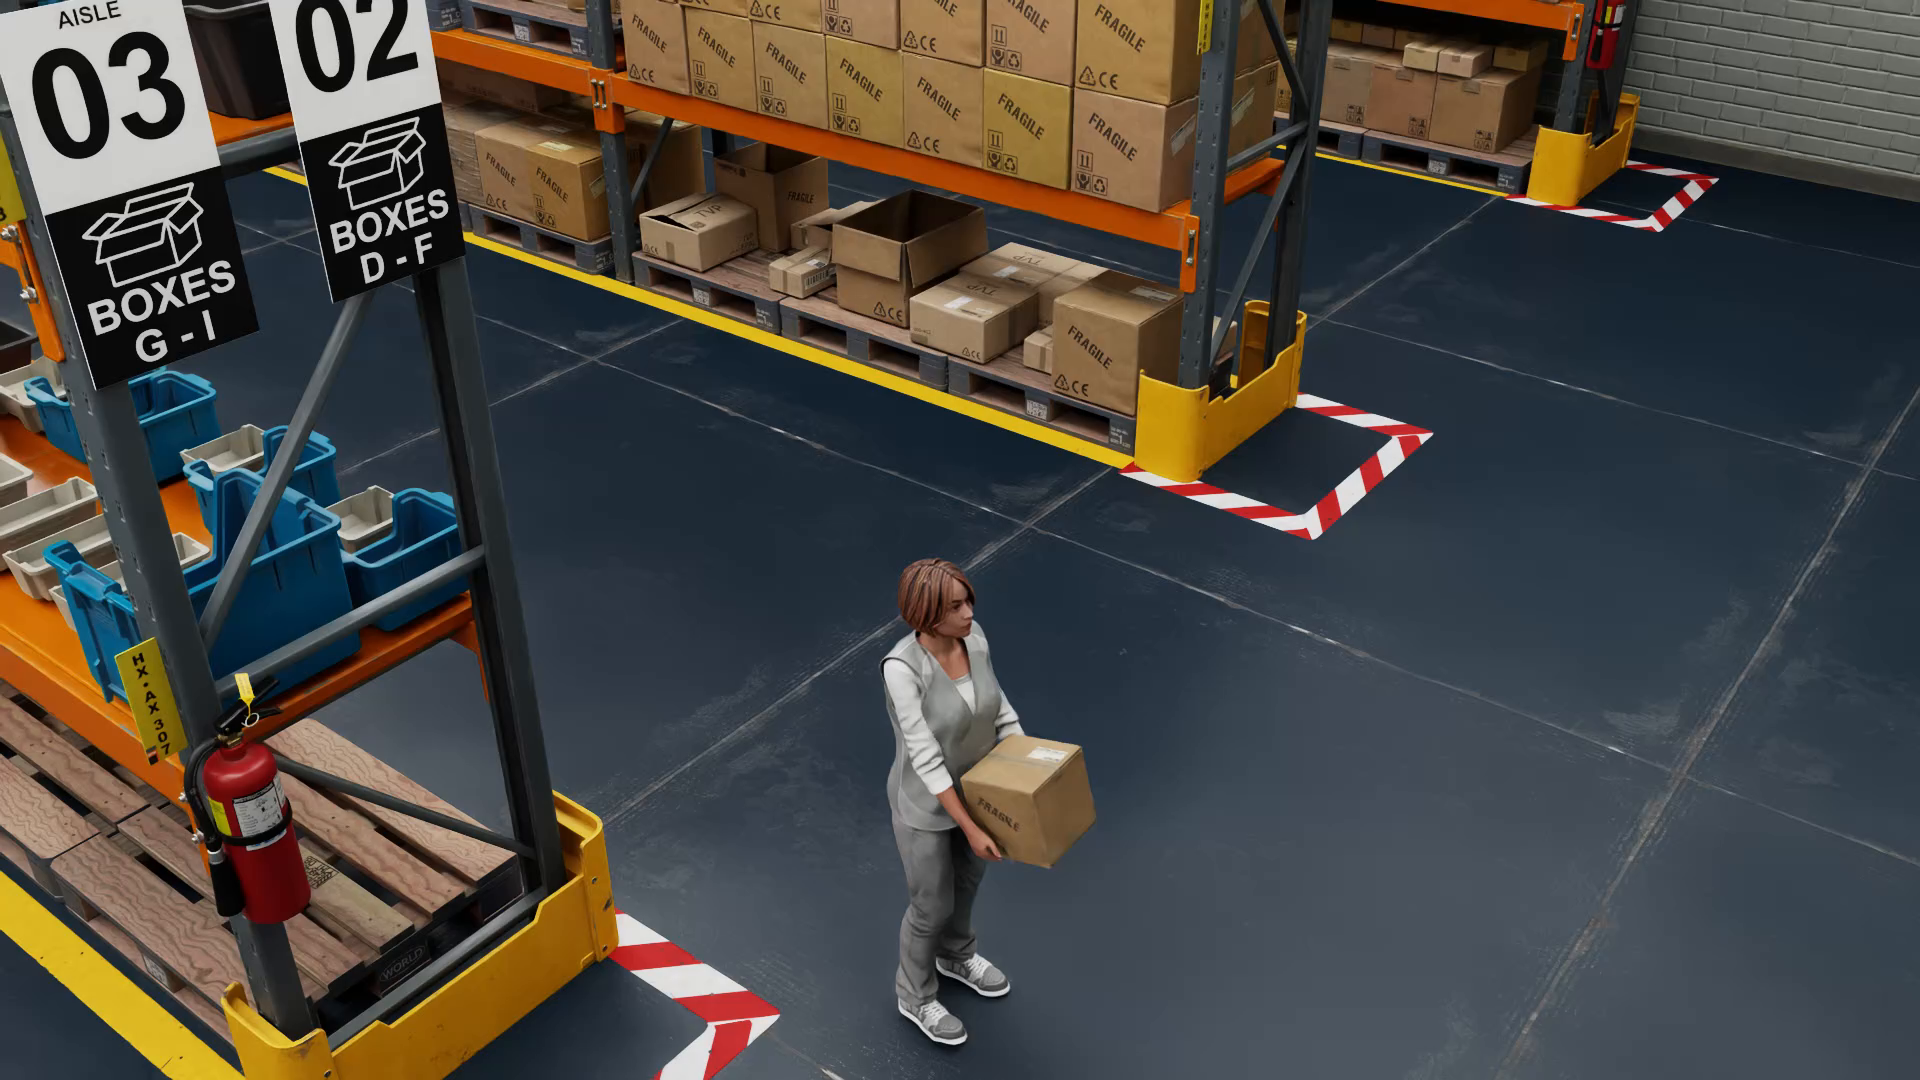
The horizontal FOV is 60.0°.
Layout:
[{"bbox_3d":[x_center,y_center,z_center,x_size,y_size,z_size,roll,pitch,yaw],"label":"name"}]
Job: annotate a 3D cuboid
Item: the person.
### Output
[{"bbox_3d":[0.026,0.788,4.844,0.481,1.598,0.412,25,39,35],"label":"person"}]
